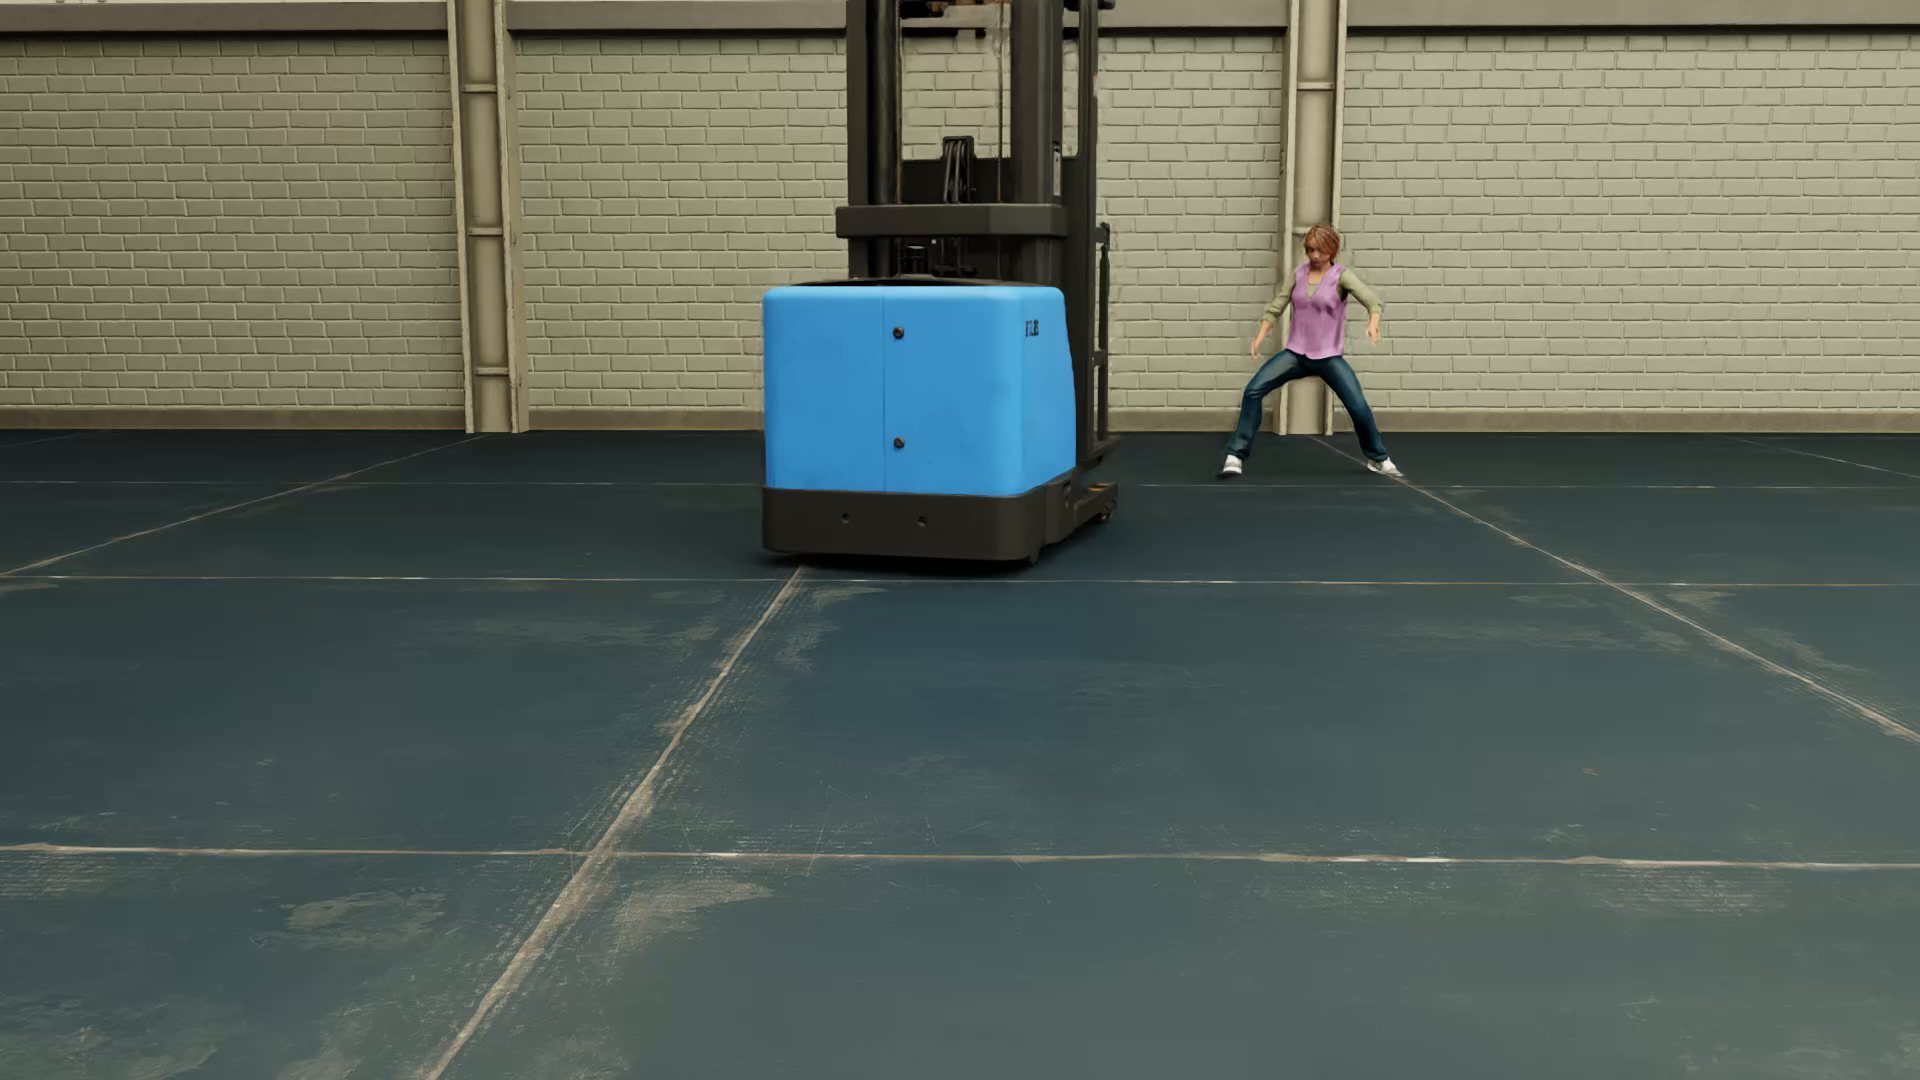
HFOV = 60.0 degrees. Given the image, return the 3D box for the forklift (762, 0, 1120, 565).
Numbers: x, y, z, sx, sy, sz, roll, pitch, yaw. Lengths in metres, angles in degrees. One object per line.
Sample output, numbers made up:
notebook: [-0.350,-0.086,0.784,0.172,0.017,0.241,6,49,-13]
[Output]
forklift: [0.119,-1.538,7.488,1.130,2.935,3.031,2,9,15]

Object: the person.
person: [2.022,-1.061,9.461,0.876,1.459,0.835,5,10,31]
